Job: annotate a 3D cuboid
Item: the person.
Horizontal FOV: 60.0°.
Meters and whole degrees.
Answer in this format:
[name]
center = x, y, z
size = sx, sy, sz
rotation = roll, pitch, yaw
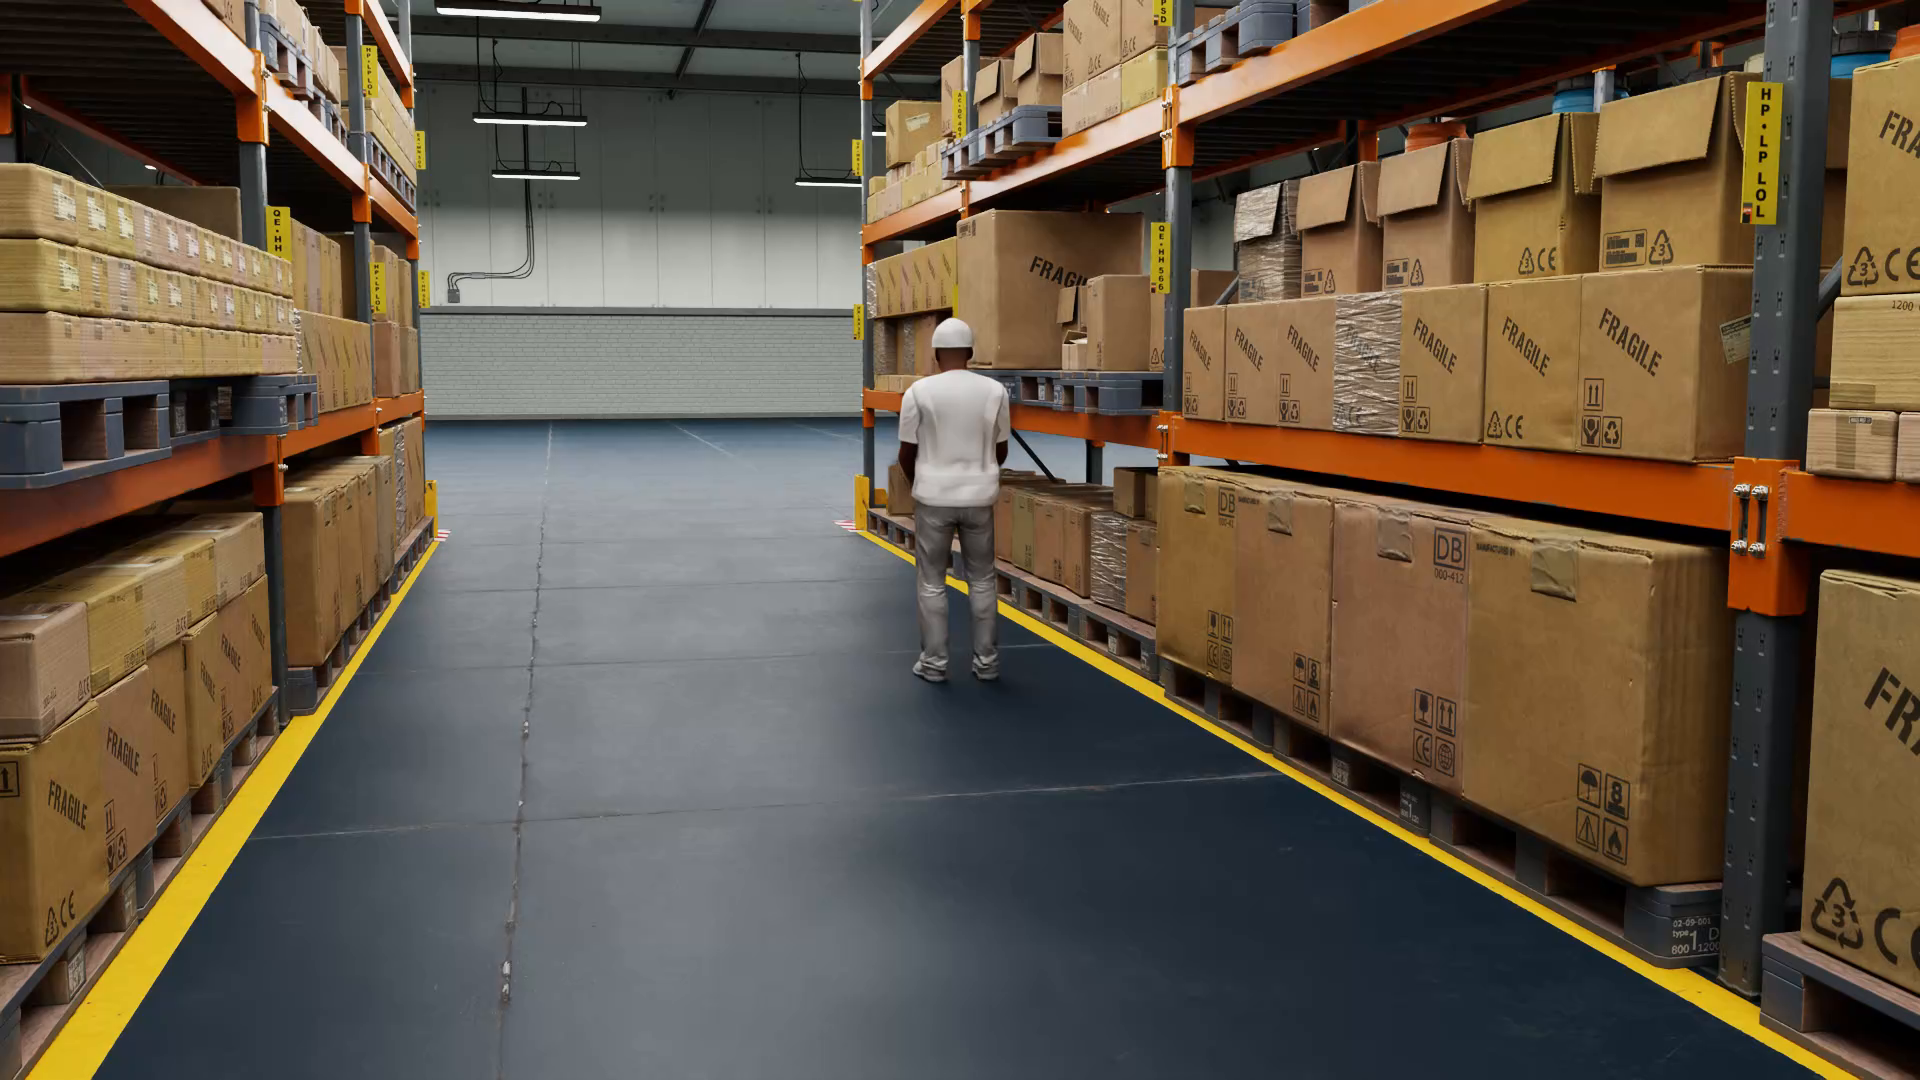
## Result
[person]
center = -0.039, -0.199, 8.210
size = 0.558, 1.769, 0.520
rotation = -1, 6, -11
